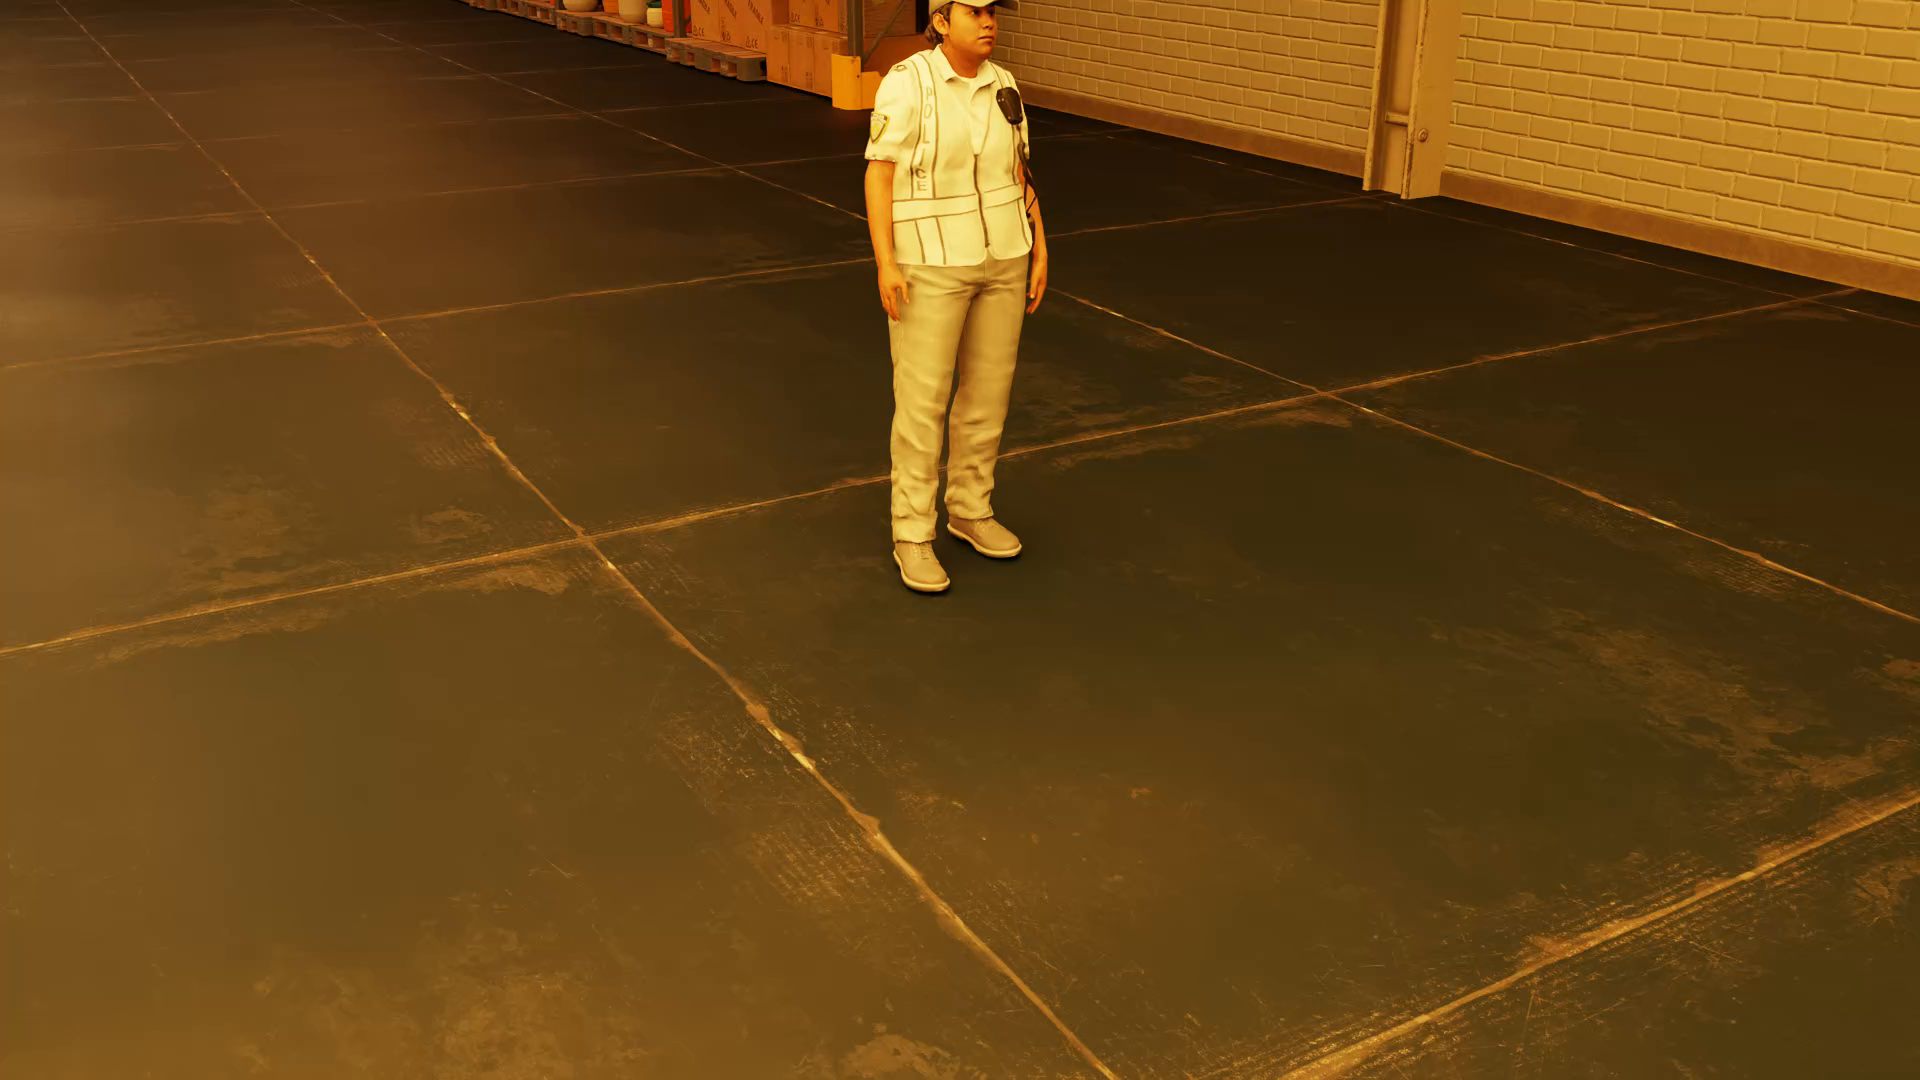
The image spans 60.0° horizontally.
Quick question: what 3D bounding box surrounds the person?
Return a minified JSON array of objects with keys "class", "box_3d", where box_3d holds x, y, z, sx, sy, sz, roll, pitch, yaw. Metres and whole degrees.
[{"class":"person","box_3d":[0.019,-0.749,4.743,0.598,1.670,0.529,-12,25,-28]}]
